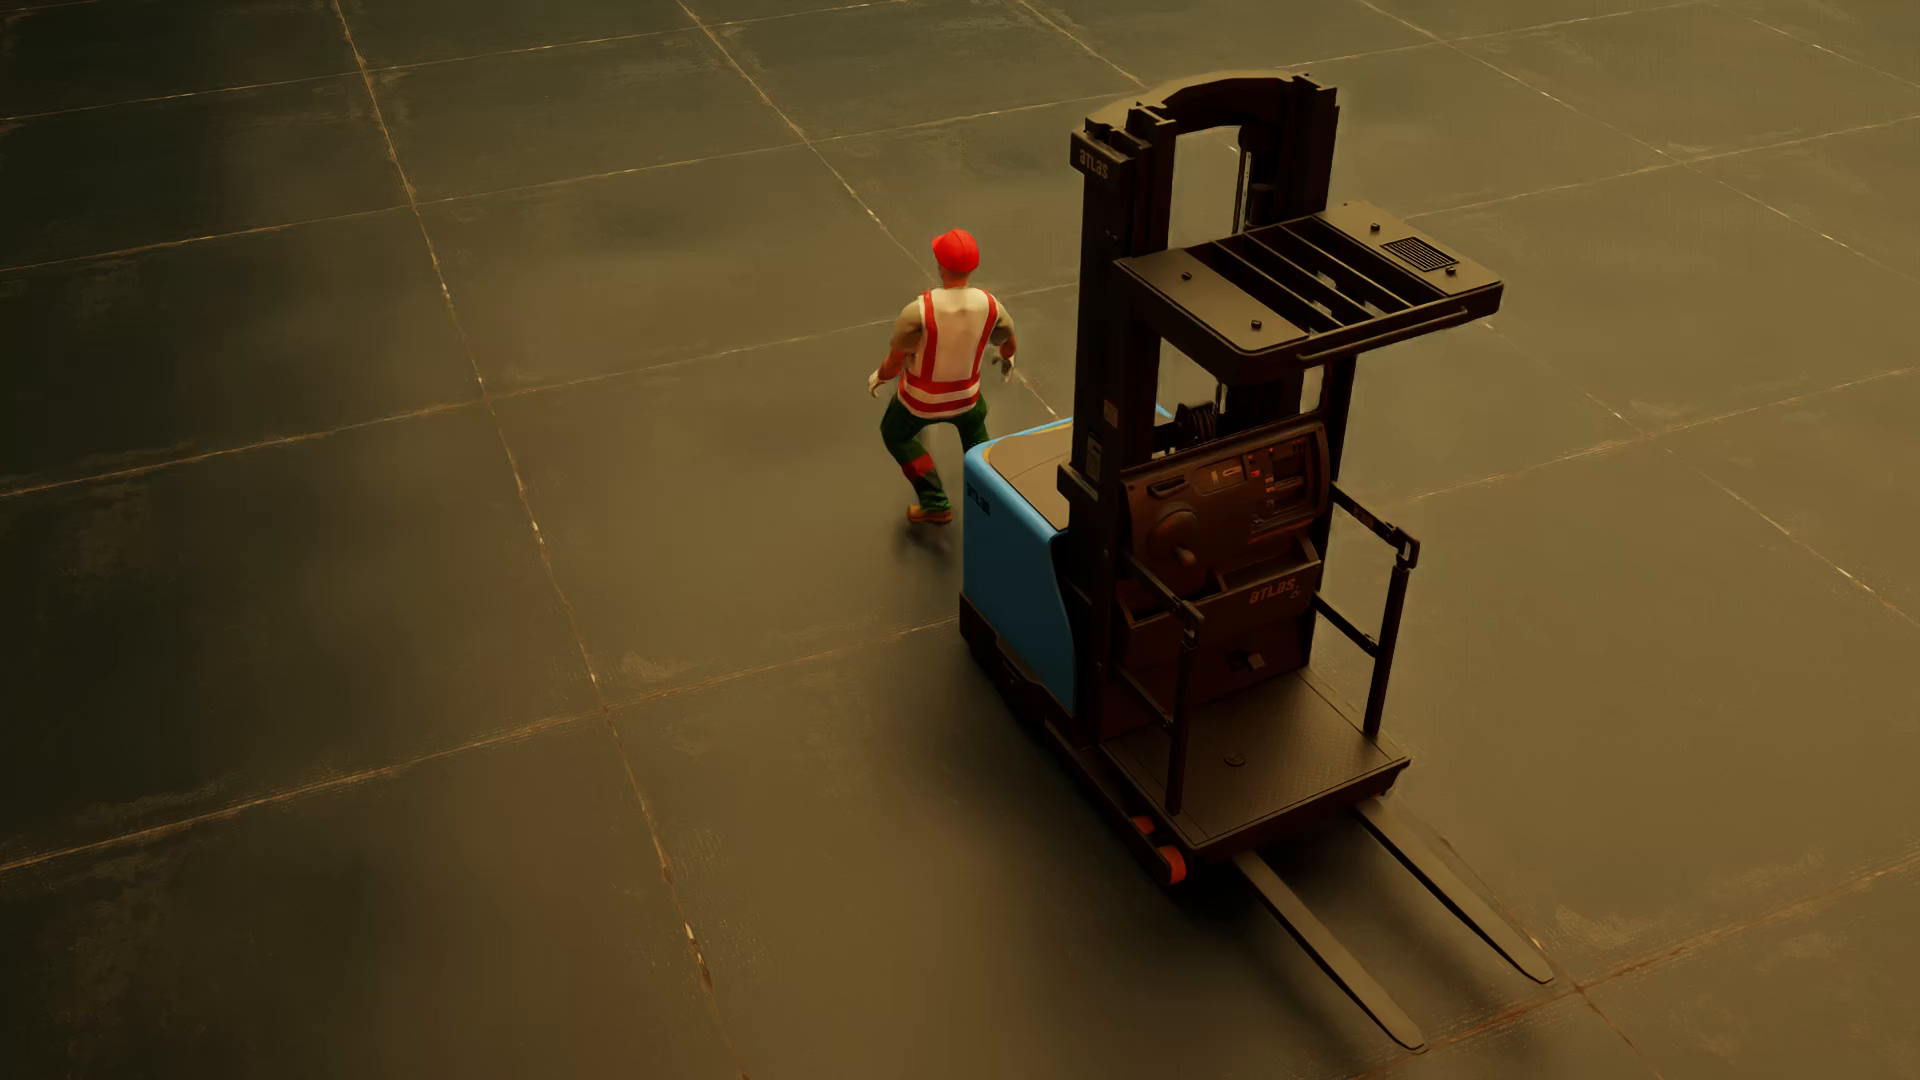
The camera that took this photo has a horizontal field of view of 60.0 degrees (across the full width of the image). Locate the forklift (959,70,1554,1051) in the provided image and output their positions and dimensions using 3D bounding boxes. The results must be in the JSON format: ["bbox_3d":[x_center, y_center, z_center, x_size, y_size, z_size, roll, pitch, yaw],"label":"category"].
[{"bbox_3d":[1.140,-0.109,6.252,1.130,2.935,3.031,-17,39,-23],"label":"forklift"}]

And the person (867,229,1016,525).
[{"bbox_3d":[-0.056,-0.798,8.291,0.810,1.700,0.570,-13,37,-18],"label":"person"}]
